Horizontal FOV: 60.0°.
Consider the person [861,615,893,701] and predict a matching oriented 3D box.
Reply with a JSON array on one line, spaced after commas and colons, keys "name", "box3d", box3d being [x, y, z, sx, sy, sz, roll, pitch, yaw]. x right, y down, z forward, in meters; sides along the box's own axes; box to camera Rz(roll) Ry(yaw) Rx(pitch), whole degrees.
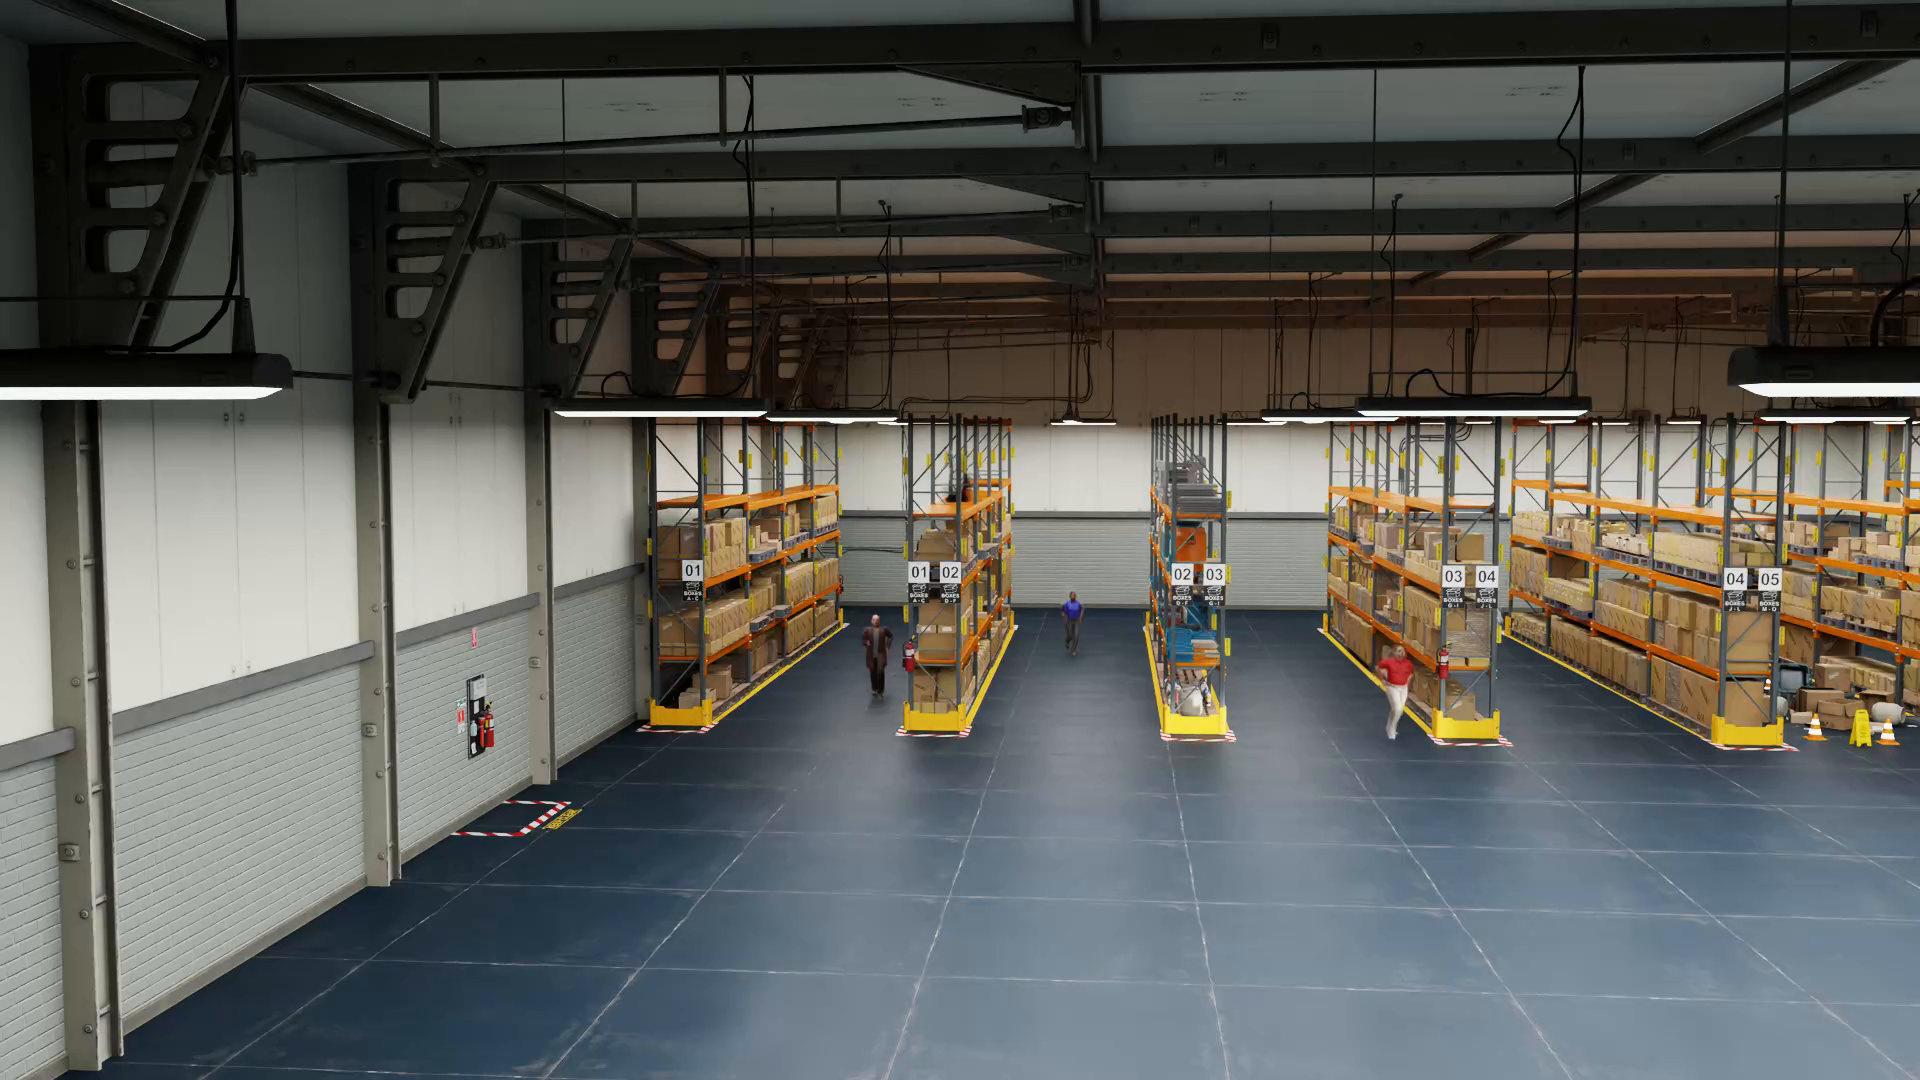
[{"name": "person", "box3d": [-1.767, 2.483, 35.120, 0.654, 1.823, 0.853, 0, 4, 3]}]

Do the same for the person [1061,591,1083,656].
[{"name": "person", "box3d": [2.843, 2.108, 41.968, 0.575, 1.608, 0.611, -1, 4, -9]}]

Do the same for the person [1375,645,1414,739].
[{"name": "person", "box3d": [8.095, 2.823, 30.797, 0.648, 1.753, 0.694, -1, 4, -11]}]

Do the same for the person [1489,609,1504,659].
[{"name": "person", "box3d": [12.603, 2.180, 39.595, 0.668, 1.748, 0.896, 0, 4, -3]}]
